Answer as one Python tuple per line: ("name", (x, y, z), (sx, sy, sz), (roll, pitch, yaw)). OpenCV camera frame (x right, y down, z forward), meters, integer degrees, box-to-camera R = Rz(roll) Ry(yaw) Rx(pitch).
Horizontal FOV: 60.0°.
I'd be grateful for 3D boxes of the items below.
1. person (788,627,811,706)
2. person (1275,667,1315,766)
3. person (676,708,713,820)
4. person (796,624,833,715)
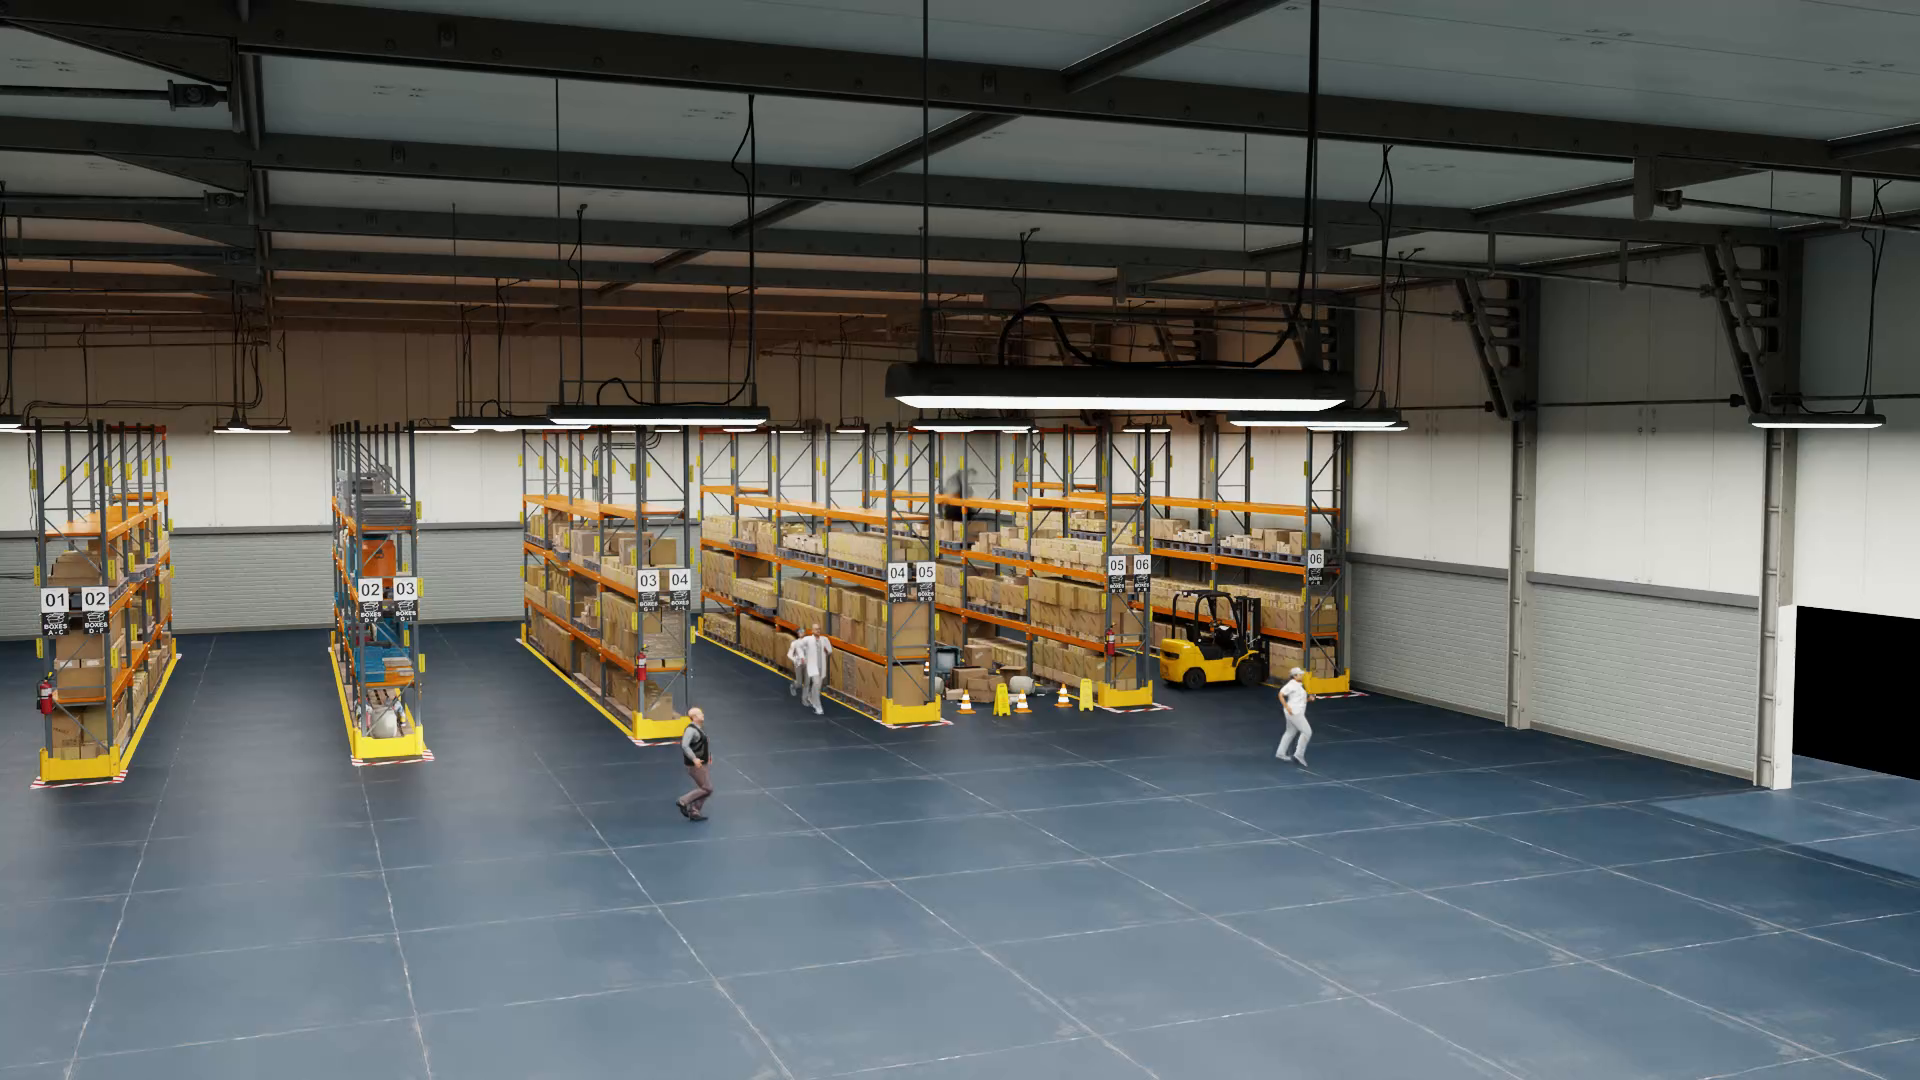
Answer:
("person", (-3.391, 2.680, 35.583), (0.617, 1.682, 0.747), (-2, 4, -29))
("person", (5.864, 3.081, 29.075), (0.679, 1.713, 0.589), (1, 4, 15))
("person", (-3.948, 3.337, 24.739), (0.536, 1.685, 0.656), (0, 4, 1))
("person", (-2.999, 2.758, 34.608), (0.678, 1.636, 0.918), (-2, 4, -33))
